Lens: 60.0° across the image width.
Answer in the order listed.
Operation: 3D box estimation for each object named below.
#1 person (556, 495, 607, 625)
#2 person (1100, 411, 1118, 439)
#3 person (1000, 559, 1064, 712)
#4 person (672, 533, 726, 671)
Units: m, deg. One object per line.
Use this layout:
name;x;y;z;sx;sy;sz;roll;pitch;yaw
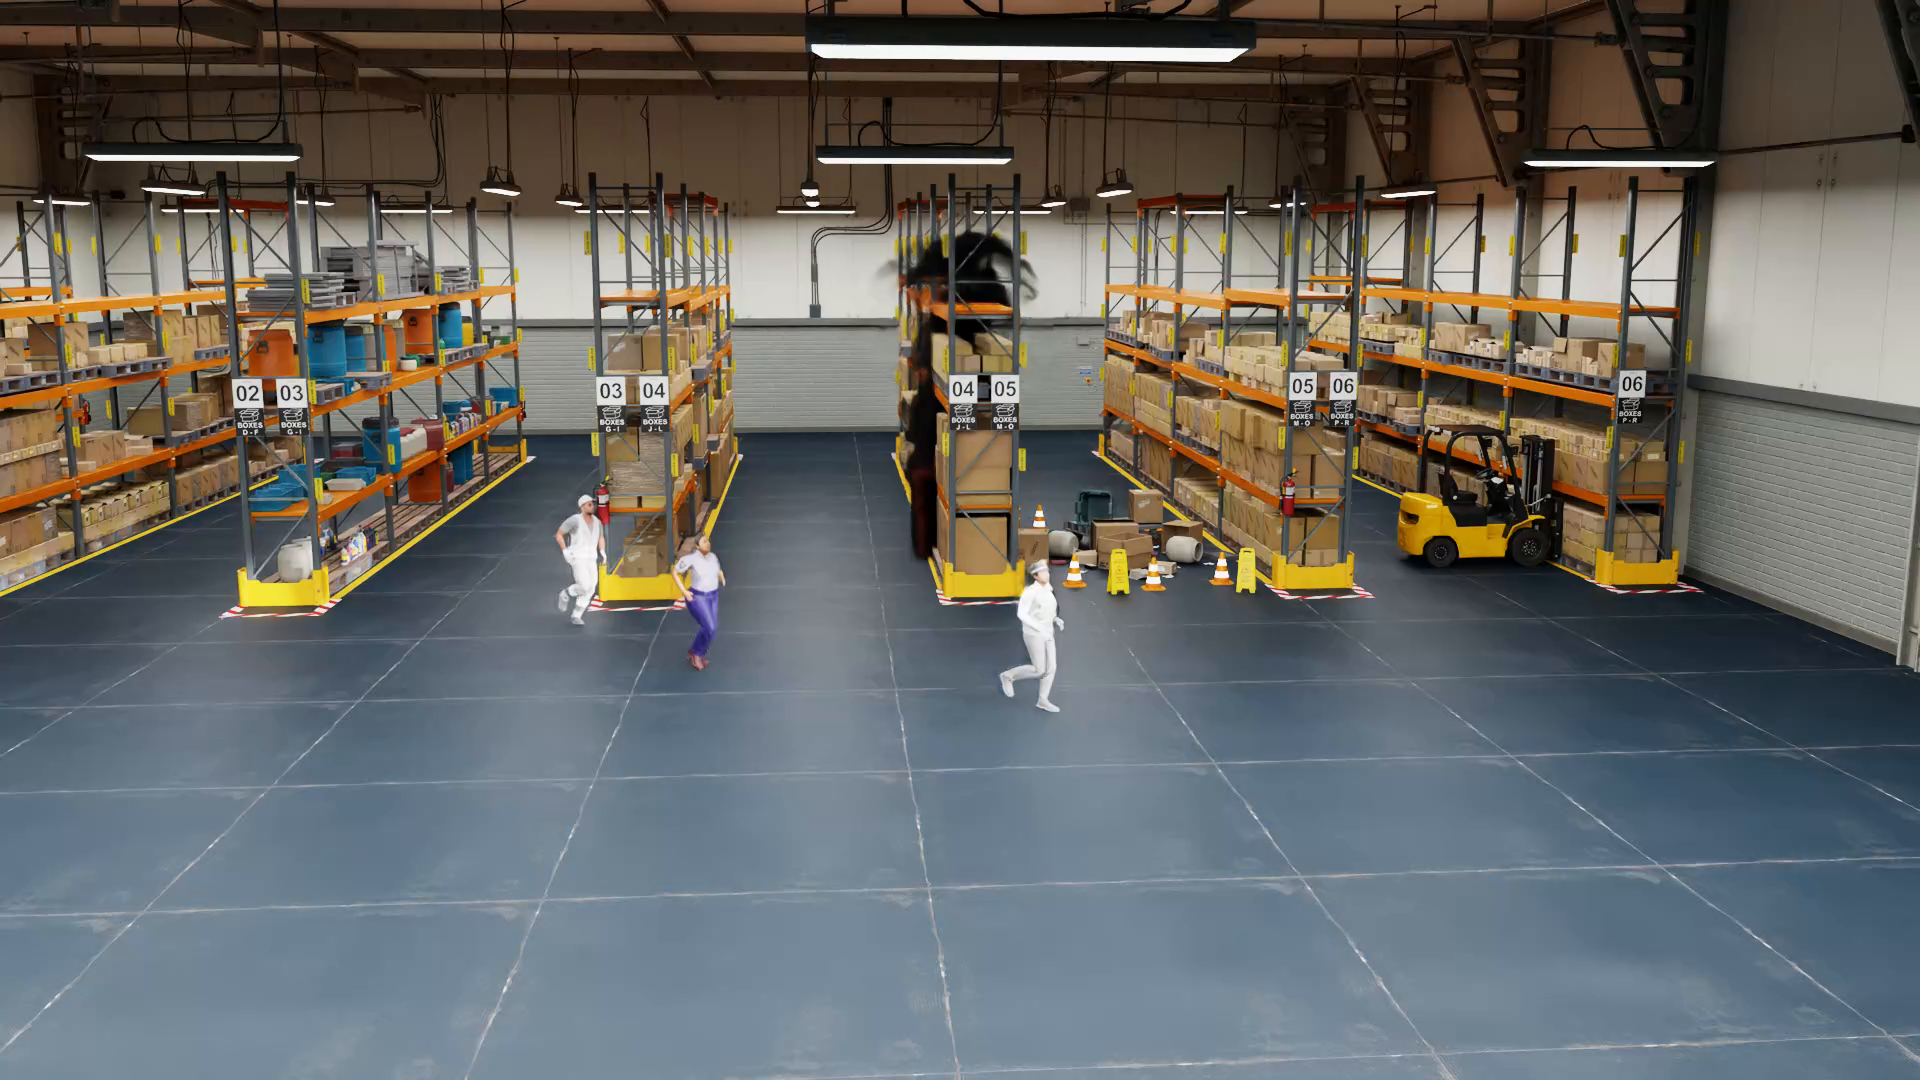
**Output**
person;-5.051;0.250;22.394;0.563;1.705;0.703;8;13;40
person;3.778;-3.111;41.582;0.596;1.681;0.713;4;11;24
person;0.818;1.024;18.209;0.683;1.678;0.622;7;12;35
person;-3.065;0.735;19.863;0.593;1.642;0.641;7;12;36
